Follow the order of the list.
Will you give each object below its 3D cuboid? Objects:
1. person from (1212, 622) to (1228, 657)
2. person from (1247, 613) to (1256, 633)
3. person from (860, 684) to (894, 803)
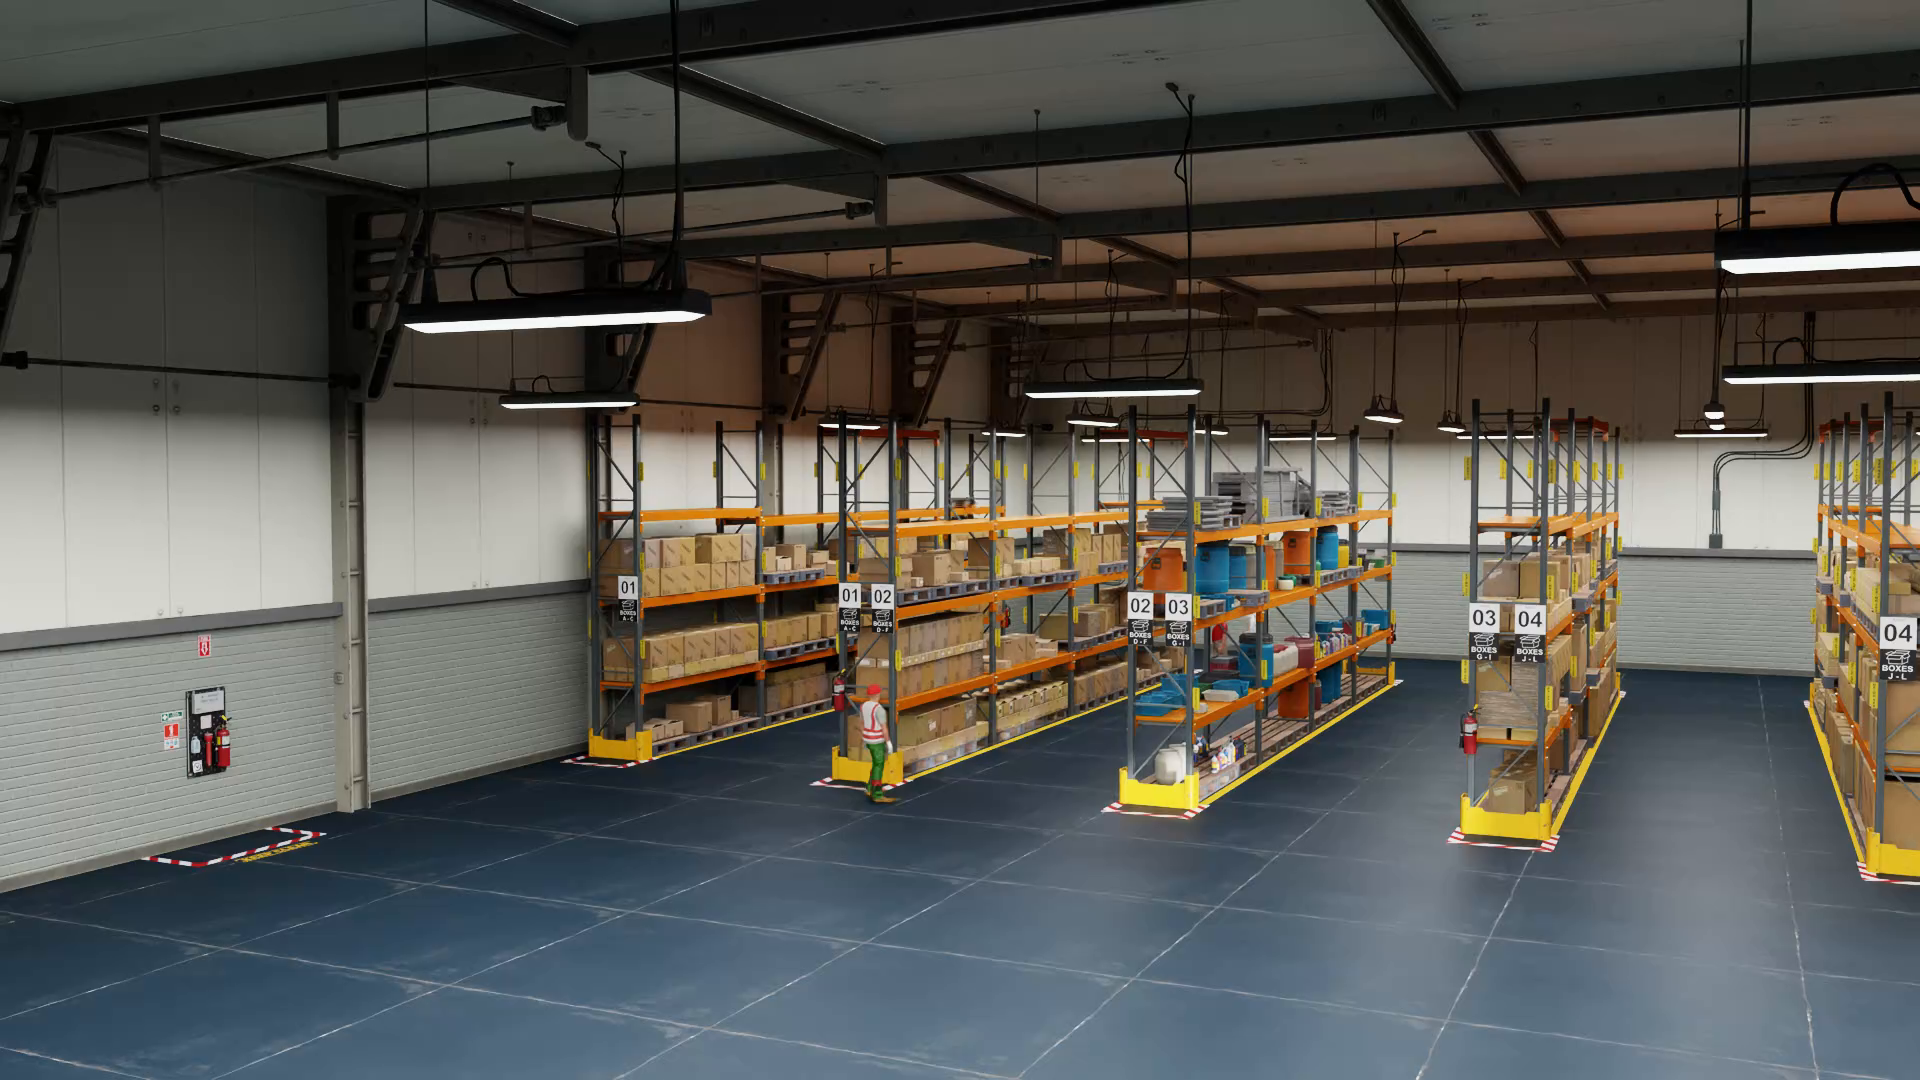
[{"bbox_3d":[6.157,2.539,39.522,0.445,1.739,0.589,-1,2,-17],"label":"person"},{"bbox_3d":[7.592,2.437,42.557,0.577,1.605,1.005,1,3,24],"label":"person"},{"bbox_3d":[-1.263,3.089,25.188,0.440,1.831,0.571,-1,3,-24],"label":"person"}]
